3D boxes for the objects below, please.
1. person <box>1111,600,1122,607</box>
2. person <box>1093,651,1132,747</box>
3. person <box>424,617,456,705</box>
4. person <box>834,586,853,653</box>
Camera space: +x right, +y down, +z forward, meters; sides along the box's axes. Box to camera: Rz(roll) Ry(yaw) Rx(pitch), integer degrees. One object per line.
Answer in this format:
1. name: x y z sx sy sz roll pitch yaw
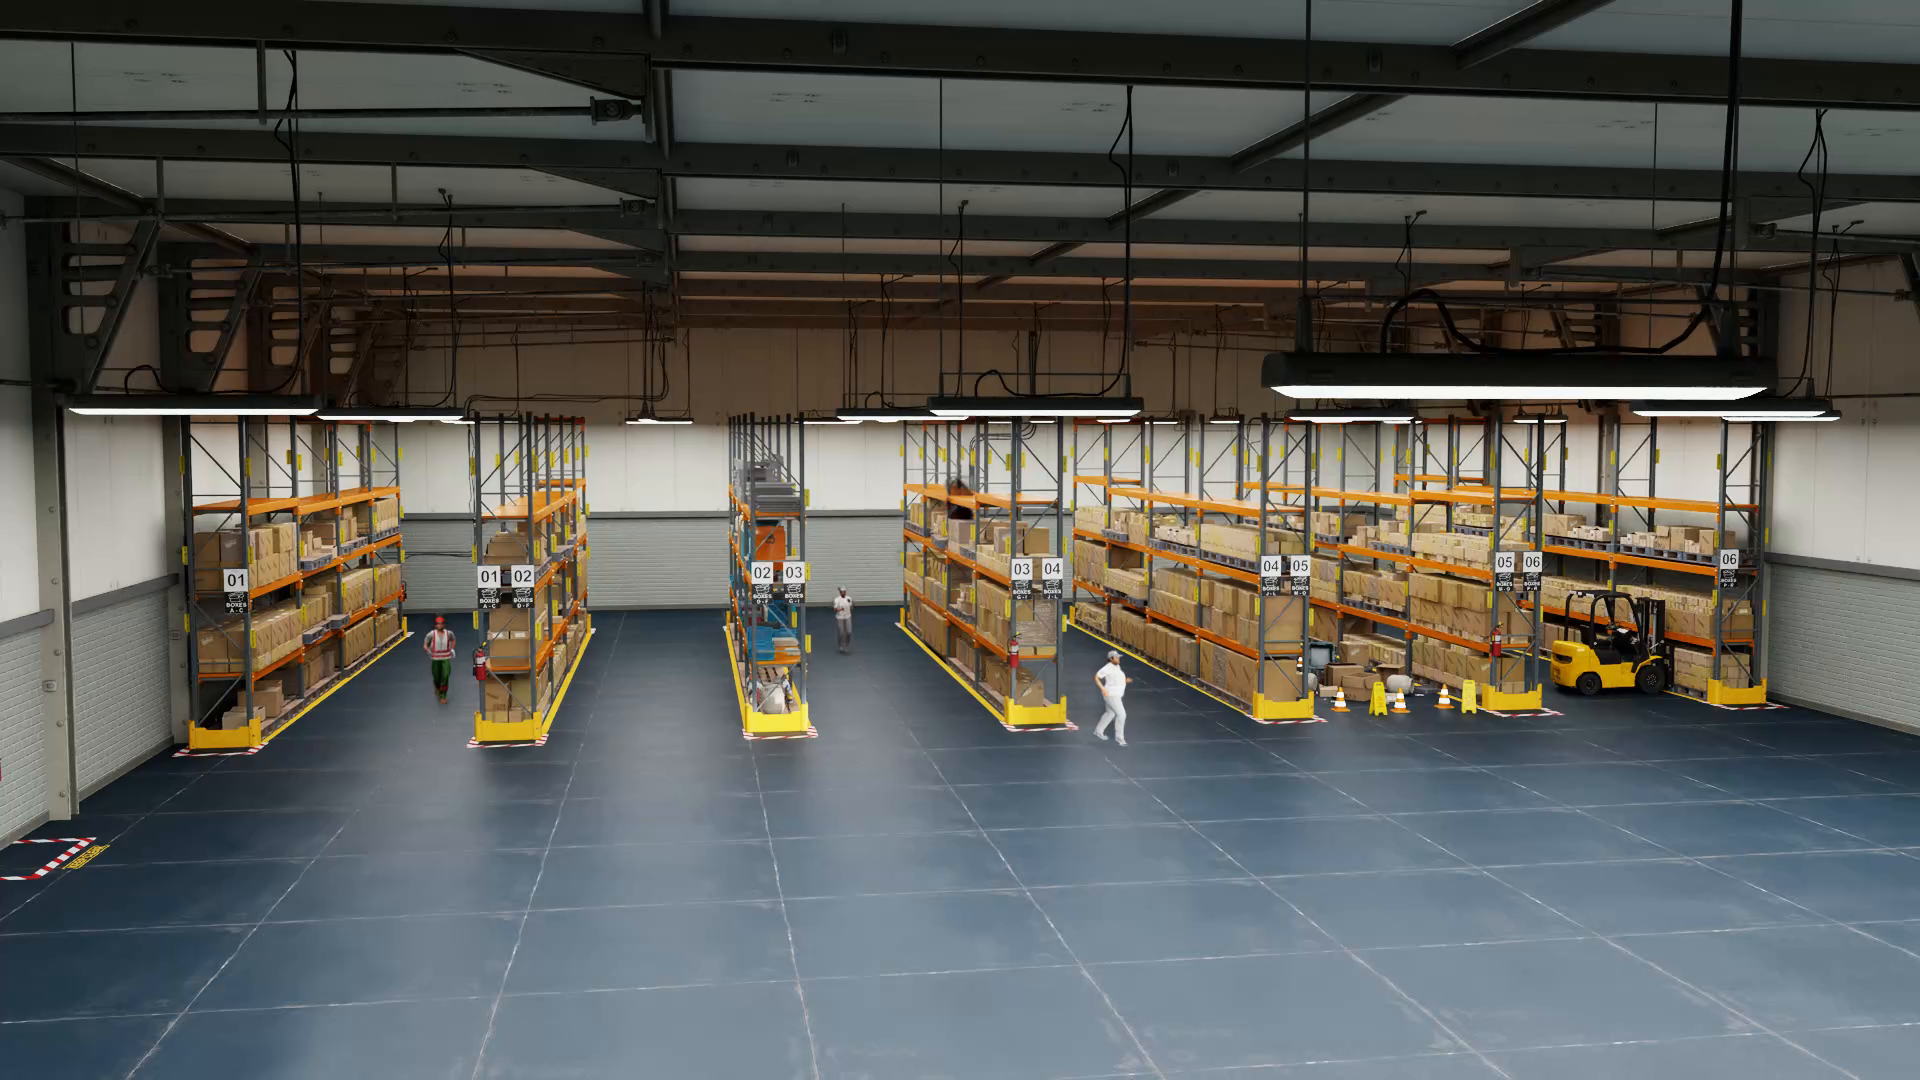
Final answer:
1. person: 4.631 1.489 49.615 0.559 1.707 0.730 3 5 39
2. person: 2.752 2.854 30.010 0.750 1.729 0.582 2 4 24
3. person: -10.801 2.489 34.575 0.652 1.785 0.913 -1 4 -21
4. person: -2.930 2.022 42.152 0.555 1.731 0.665 -1 4 -16
